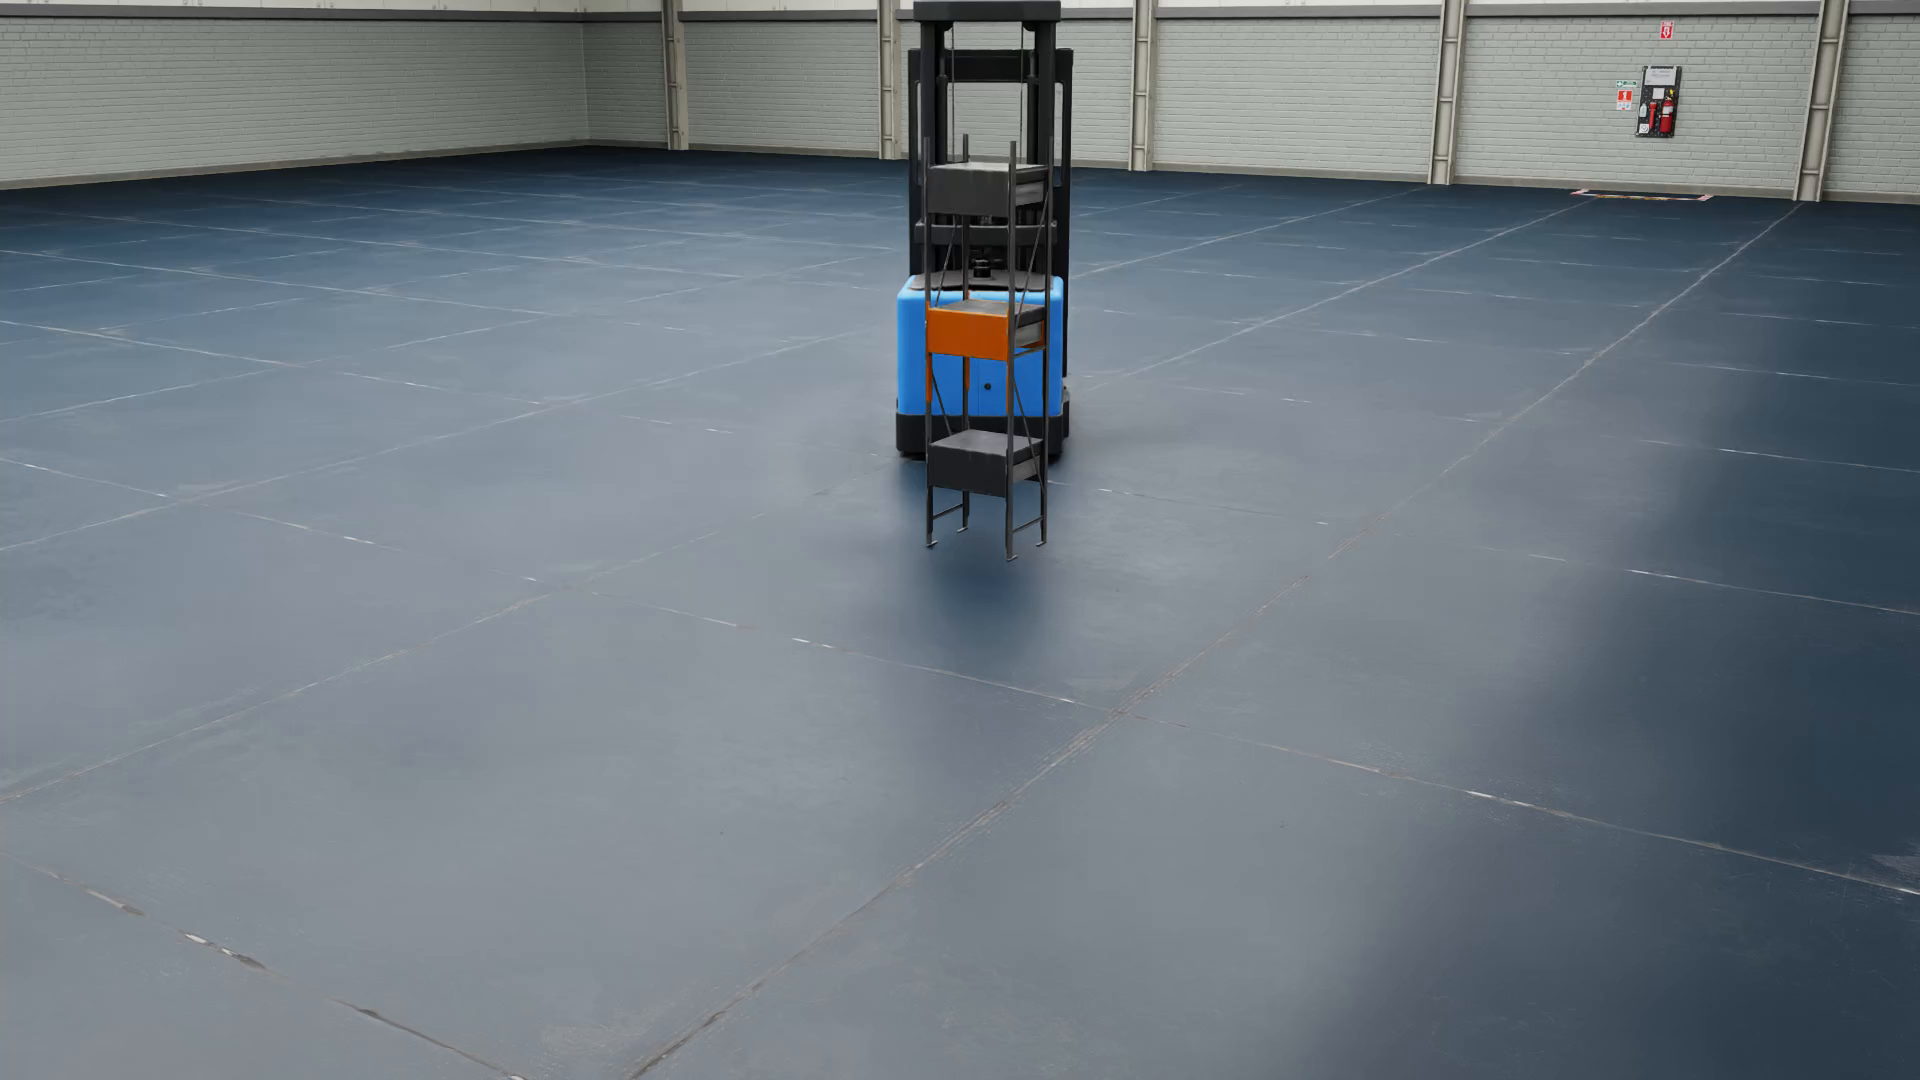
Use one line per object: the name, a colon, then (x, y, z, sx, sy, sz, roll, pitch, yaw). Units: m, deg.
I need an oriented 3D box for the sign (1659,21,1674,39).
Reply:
sign: (11.786, -8.505, 27.730, 0.199, 0.298, 0.001, 10, 20, 30)

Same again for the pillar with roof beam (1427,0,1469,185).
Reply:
pillar with roof beam: (6.461, -9.701, 25.336, 0.400, 9.000, 9.100, 10, 20, 30)

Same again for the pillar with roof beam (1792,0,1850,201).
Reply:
pillar with roof beam: (11.574, -8.789, 22.332, 0.400, 9.000, 9.100, 10, 20, 30)

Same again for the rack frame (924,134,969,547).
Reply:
rack frame: (-0.067, -1.017, 8.615, 0.015, 2.100, 0.400, 10, 20, 30)

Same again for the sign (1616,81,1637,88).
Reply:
sign: (11.323, -7.747, 28.251, 0.331, 0.109, 0.001, 10, 20, 30)

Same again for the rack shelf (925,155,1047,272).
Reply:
rack shelf: (0.141, -1.636, 8.294, 0.480, 0.518, 0.431, 10, 20, 30)

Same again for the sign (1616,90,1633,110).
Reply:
sign: (11.324, -7.496, 28.338, 0.234, 0.329, 0.001, 10, 20, 30)

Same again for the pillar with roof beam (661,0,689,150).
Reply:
pillar with roof beam: (-8.877, -12.439, 34.349, 0.400, 9.000, 9.100, 10, 20, 30)

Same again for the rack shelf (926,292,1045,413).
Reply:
rack shelf: (0.141, -0.966, 8.497, 0.480, 0.518, 0.431, 10, 20, 30)

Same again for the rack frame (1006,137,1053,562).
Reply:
rack frame: (0.349, -0.942, 8.371, 0.015, 2.100, 0.400, 10, 20, 30)

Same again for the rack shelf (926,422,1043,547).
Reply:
rack shelf: (0.141, -0.297, 8.701, 0.480, 0.518, 0.431, 10, 20, 30)

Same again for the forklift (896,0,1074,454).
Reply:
forklift: (0.216, -2.315, 11.459, 1.130, 2.935, 3.031, 1, 17, 4)

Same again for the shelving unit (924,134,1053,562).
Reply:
shelving unit: (0.141, -0.979, 8.493, 0.503, 2.100, 0.431, 10, 20, 30)

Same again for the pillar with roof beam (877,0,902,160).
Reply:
pillar with roof beam: (-3.764, -11.527, 31.345, 0.400, 9.000, 9.100, 10, 20, 30)

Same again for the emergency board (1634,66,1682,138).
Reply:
emergency board: (11.741, -7.370, 27.982, 0.643, 1.169, 0.194, 10, 20, 30)

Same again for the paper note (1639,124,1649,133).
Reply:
paper note: (11.626, -6.992, 28.255, 0.142, 0.148, 0.016, 10, 20, 30)

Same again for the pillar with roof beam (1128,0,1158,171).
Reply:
pillar with roof beam: (1.348, -10.614, 28.340, 0.400, 9.000, 9.100, 10, 20, 30)
